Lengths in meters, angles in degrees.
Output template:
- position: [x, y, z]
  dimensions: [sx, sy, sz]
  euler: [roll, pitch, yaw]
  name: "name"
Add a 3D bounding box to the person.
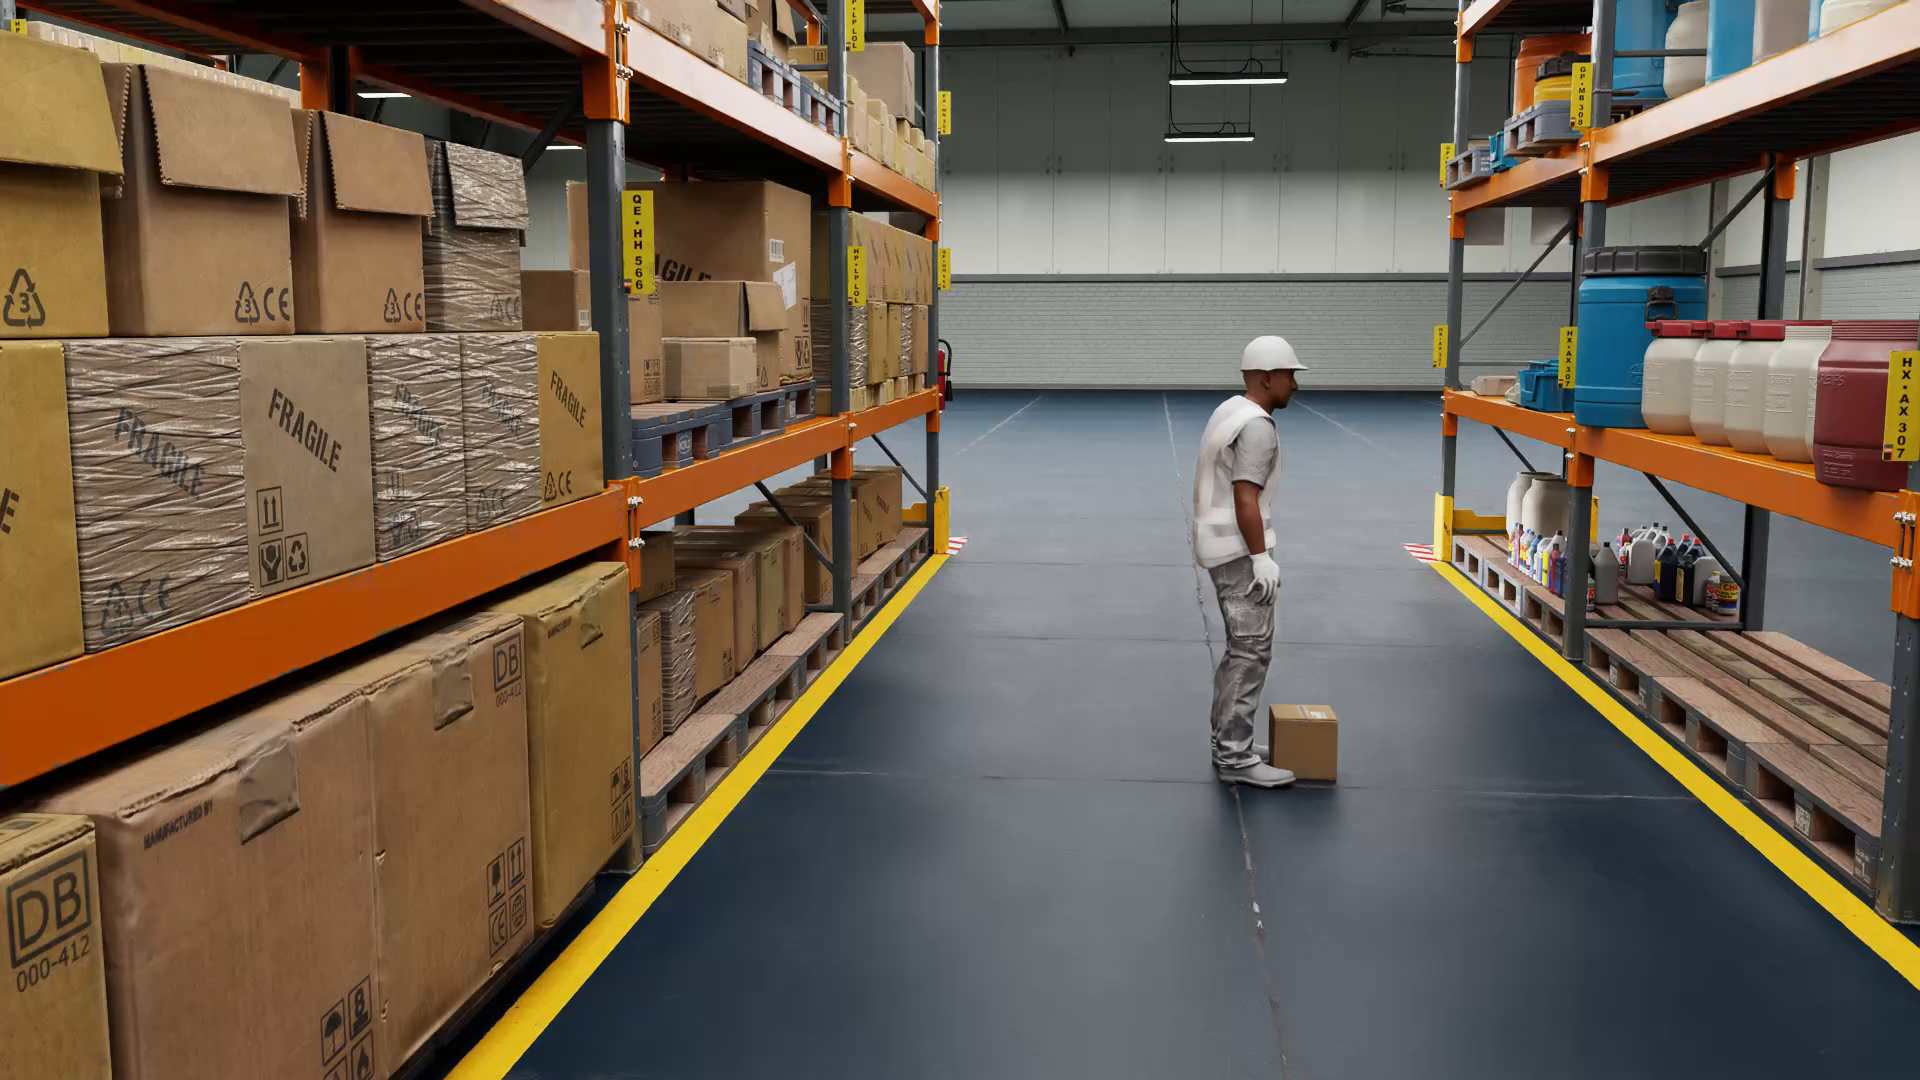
- position: [1.169, 0.068, 6.731]
  dimensions: [0.452, 1.773, 0.625]
  euler: [0, 8, 3]
  name: "person"
